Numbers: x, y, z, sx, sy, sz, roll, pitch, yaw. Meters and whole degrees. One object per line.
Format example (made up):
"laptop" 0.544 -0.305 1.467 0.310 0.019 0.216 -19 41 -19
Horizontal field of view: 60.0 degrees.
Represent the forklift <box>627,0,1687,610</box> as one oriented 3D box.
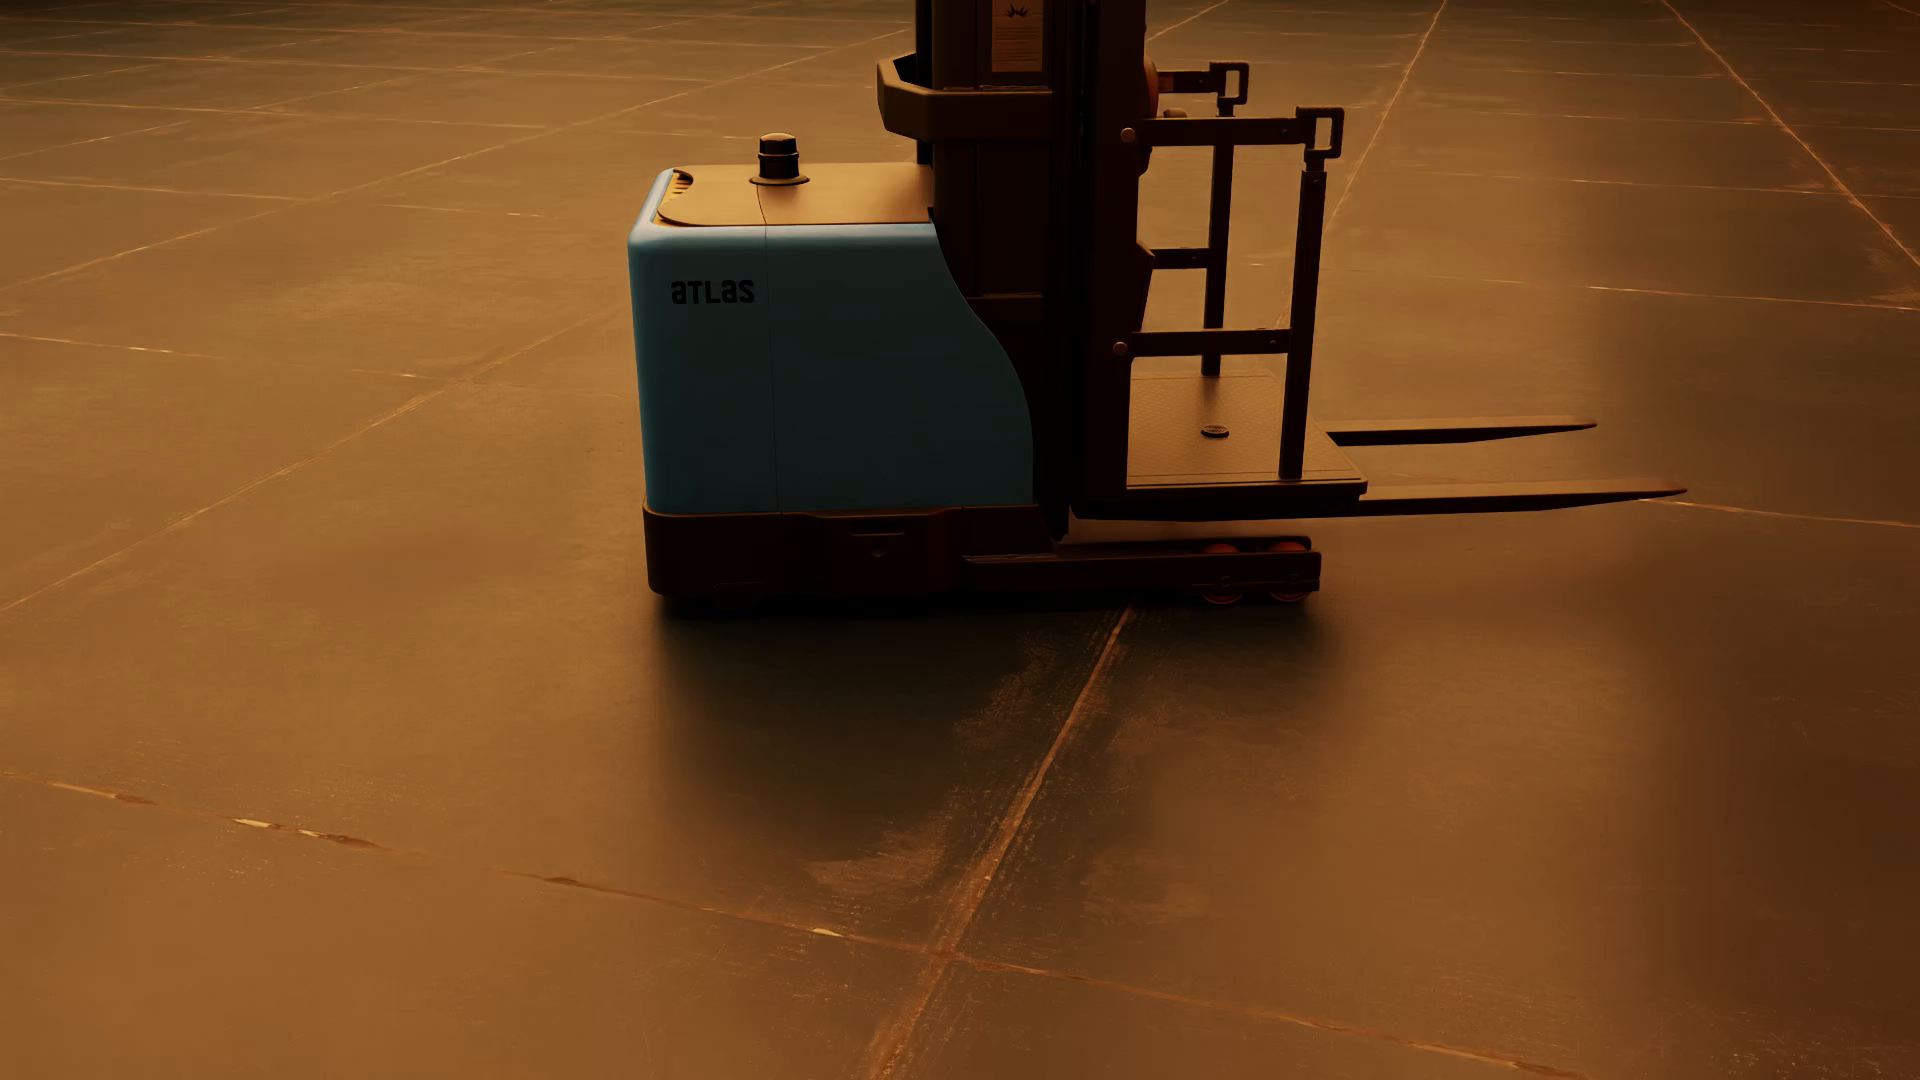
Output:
"forklift" 0.606 -1.374 4.608 3.031 2.935 1.130 -2 23 -4
